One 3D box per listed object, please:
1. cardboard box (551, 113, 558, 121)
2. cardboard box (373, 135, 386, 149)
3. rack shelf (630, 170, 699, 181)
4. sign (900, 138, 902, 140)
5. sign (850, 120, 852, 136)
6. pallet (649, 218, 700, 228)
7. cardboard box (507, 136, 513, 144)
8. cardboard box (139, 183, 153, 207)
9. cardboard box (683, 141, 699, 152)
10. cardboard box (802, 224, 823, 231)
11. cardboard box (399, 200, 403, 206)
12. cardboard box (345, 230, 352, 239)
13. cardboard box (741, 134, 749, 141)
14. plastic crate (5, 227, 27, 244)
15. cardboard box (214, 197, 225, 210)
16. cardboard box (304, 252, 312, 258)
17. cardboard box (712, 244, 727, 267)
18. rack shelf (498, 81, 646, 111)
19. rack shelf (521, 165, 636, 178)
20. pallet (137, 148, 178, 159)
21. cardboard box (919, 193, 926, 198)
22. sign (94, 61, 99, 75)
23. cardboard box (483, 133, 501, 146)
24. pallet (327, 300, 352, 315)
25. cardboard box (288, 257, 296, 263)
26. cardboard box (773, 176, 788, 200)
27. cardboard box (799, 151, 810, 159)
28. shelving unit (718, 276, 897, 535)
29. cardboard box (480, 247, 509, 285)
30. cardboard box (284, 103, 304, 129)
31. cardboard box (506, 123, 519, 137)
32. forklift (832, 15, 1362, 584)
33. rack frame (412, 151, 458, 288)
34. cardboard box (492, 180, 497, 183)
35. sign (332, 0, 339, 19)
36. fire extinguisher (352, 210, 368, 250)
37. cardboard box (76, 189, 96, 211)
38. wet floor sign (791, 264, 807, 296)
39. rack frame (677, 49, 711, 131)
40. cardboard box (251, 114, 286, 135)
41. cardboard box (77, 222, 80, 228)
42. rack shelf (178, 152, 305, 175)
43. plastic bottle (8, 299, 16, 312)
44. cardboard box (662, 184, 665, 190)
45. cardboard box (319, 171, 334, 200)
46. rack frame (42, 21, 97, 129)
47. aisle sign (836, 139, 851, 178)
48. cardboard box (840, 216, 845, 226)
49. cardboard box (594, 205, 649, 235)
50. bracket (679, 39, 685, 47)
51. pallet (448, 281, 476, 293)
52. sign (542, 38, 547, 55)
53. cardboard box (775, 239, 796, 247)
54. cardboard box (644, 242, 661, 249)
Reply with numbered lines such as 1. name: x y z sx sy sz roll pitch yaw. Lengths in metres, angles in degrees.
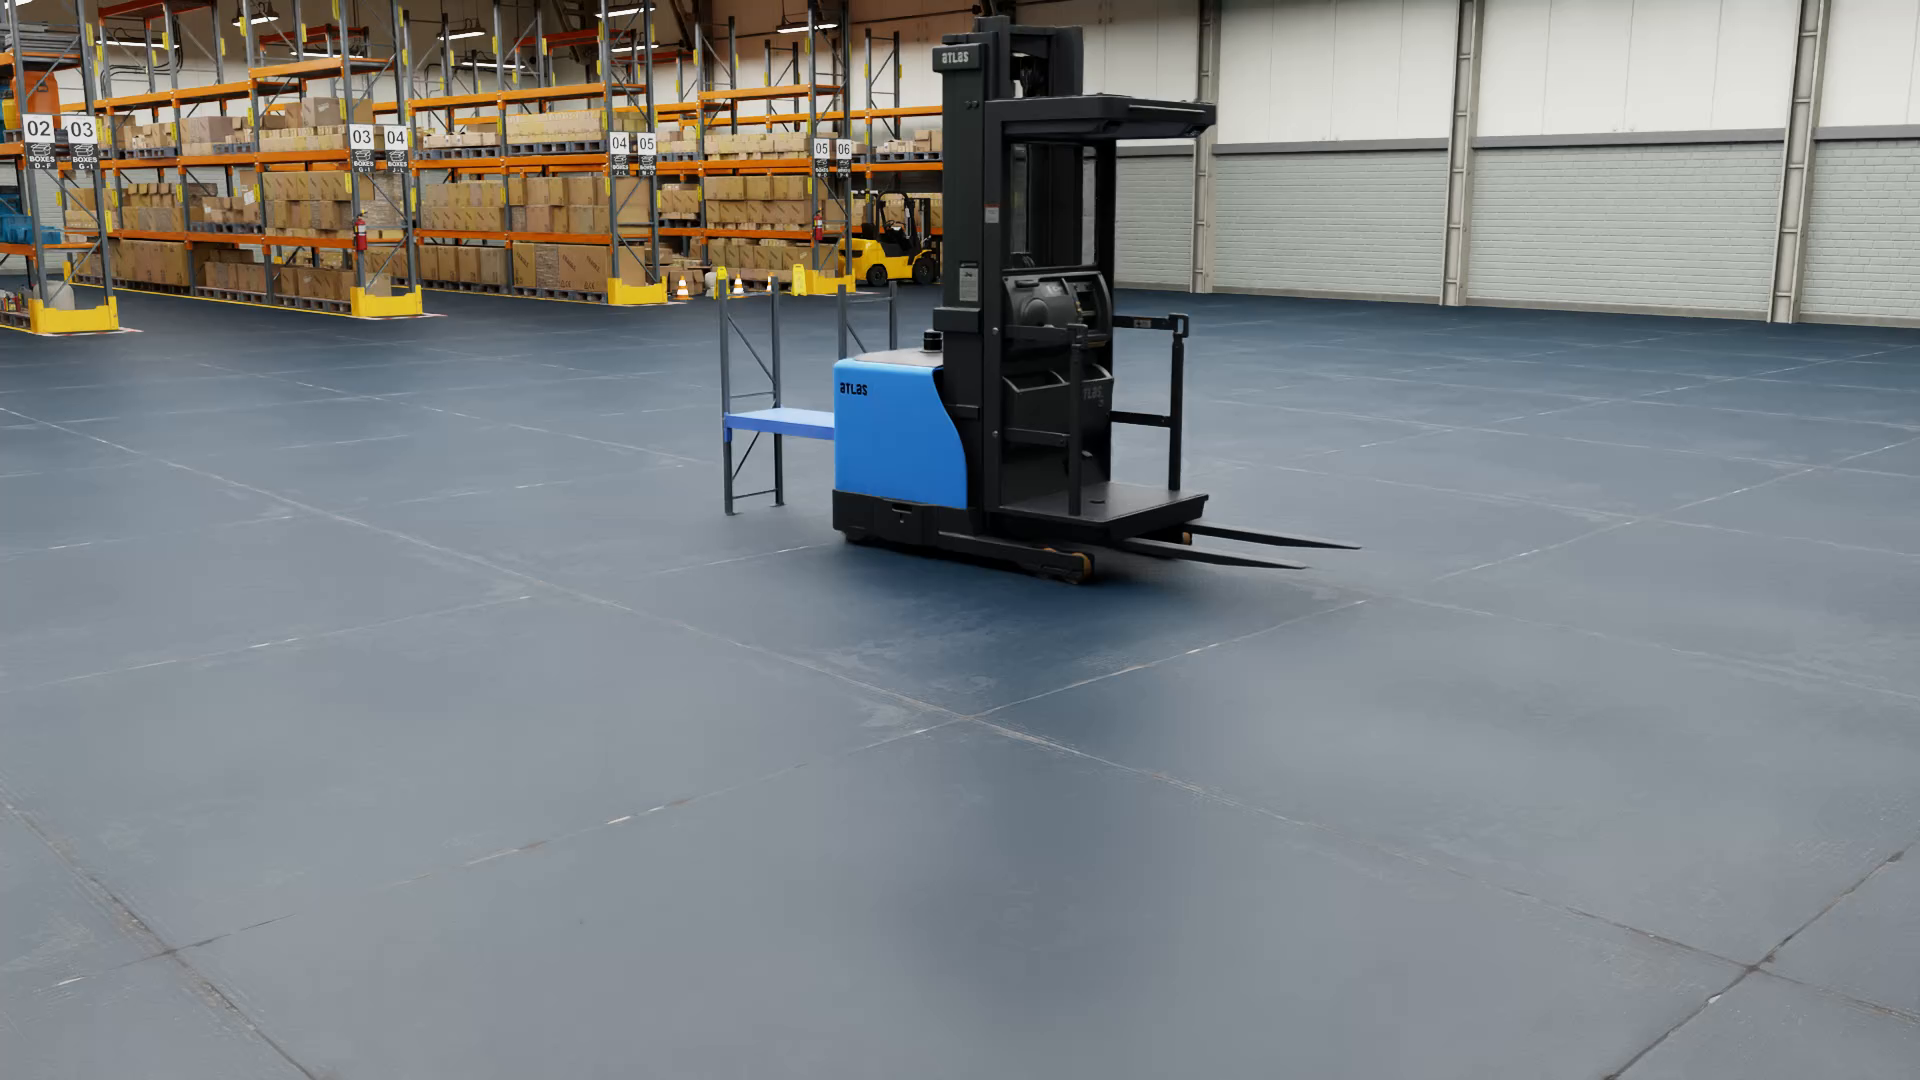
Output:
1. cardboard box: -7.758 -8.255 32.472 0.380 0.149 0.250 -11 16 -42
2. cardboard box: -10.029 -6.865 28.738 0.500 0.250 0.500 -10 15 -41
3. rack shelf: -8.797 -10.596 48.260 1.077 0.370 4.000 -11 16 -43
4. sign: -1.491 -9.859 41.420 0.100 0.325 0.005 -11 16 -43
5. sign: -2.324 -8.717 35.189 0.100 0.325 0.005 -11 16 -43
6. pallet: -6.844 -7.535 39.524 1.003 0.211 1.213 -11 16 -43
7. cardboard box: -8.983 -8.124 33.809 0.380 0.149 0.250 -11 16 -43
8. cardboard box: -17.258 -7.461 35.958 0.797 0.503 0.637 -11 16 -42
9. cardboard box: -5.987 -8.994 38.032 0.500 0.250 0.500 -11 16 -44
10. cardboard box: -3.129 -6.646 35.358 0.380 0.149 0.250 -10 15 -41
11. cardboard box: -12.421 -7.589 37.420 0.250 0.149 0.380 11 16 43
12. cardboard box: -10.402 -5.290 28.775 0.380 0.149 0.250 -11 16 -43
13. cardboard box: -4.558 -8.791 36.359 0.380 0.149 0.250 -11 16 -43
14. plastic crate: -14.472 -4.727 25.791 0.499 0.251 0.408 -11 16 -43
15. cardboard box: -14.549 -6.645 33.441 0.700 0.500 0.500 -8 14 -34
16. cardboard box: -16.237 -7.162 41.792 0.380 0.149 0.250 -11 16 -42
17. cardboard box: -5.266 -6.430 37.605 0.500 0.500 0.500 -10 15 -40
18. rack shelf: -7.608 -8.722 32.717 1.077 0.370 4.000 -11 16 -43
19. rack shelf: -9.622 -9.320 42.066 1.077 0.370 4.000 -11 16 -43
20. pallet: -16.666 -8.157 35.104 1.003 0.211 1.213 -10 15 -40
21. cardboard box: -0.754 -8.234 39.851 0.380 0.149 0.250 -11 16 -42
22. sign: -20.531 -11.206 39.493 0.100 0.325 0.005 -11 16 -43
23. cardboard box: -9.592 -8.355 34.679 0.500 0.250 0.500 -11 16 -42
24. pallet: -10.472 -4.132 29.444 1.003 0.211 1.213 -11 16 -43
25. cardboard box: -16.951 -7.170 42.565 0.380 0.149 0.250 -11 16 -43
26. cardboard box: -3.571 -7.548 35.649 0.700 0.500 0.500 -11 16 -42
27. cardboard box: -3.165 -8.103 34.999 0.380 0.149 0.250 -11 16 -42
28. shelving unit: -0.948 -0.869 10.414 1.048 1.500 0.538 9 15 38
29. cardboard box: -9.483 -5.805 35.190 1.050 0.750 0.750 -11 16 -43
30. cardboard box: -12.151 -7.826 30.804 0.500 0.500 0.500 11 16 43
31. cardboard box: -8.854 -8.309 33.721 0.500 0.250 0.500 -11 16 -42
32. forklift: 0.708 -1.324 9.075 3.031 2.935 1.130 9 15 38
33. rack frame: -11.751 -7.207 37.460 1.000 3.000 0.127 -11 16 -43
34. cardboard box: -12.283 -9.548 44.488 0.380 0.149 0.250 -11 16 -44
35. sign: -10.299 -8.762 27.433 0.100 0.325 0.005 -11 16 -43
36. fire extinguisher: -10.138 -5.244 28.125 0.296 0.674 0.183 -11 16 -43
37. cardboard box: -20.089 -7.882 38.513 0.500 0.500 0.500 11 16 44
38. wet floor sign: -3.359 -5.414 34.592 0.267 0.644 0.232 -5 13 -23
39. rack frame: -7.416 -12.126 46.468 1.000 3.000 0.127 -11 16 -43
40. cardboard box: -12.899 -7.755 31.388 0.637 0.503 0.797 11 16 42
41. cardboard box: -20.390 -7.365 38.849 0.380 0.149 0.250 -11 16 -43
42. rack shelf: -14.027 -7.356 32.530 1.077 0.370 4.000 -11 16 -43
43. plastic bottle: -15.051 -3.725 26.402 0.097 0.201 0.097 0 12 0
44. cardboard box: -6.907 -8.430 39.764 0.250 0.149 0.380 11 16 42
45. cardboard box: -10.792 -6.166 28.942 0.500 0.500 0.500 -11 16 -43
46. rack frame: -20.933 -10.637 39.238 1.000 3.000 0.127 -11 16 -43
47. aisle sign: -2.449 -8.052 35.116 0.394 0.787 0.004 -11 16 -43
48. cardboard box: -2.780 -8.056 41.954 0.500 0.250 0.500 -11 16 -43
49. cardboard box: -6.516 -6.161 32.010 0.875 0.550 0.550 -11 16 -43
50. bracket: -7.788 -14.127 47.261 0.235 0.232 0.430 -11 16 -43
51. pallet: -10.423 -5.538 36.268 1.003 0.211 1.213 -11 16 -43
52. sign: -8.571 -10.171 34.269 0.100 0.325 0.005 -11 16 -43
53. cardboard box: -3.760 -6.413 35.912 0.380 0.149 0.250 -10 15 -41
54. cardboard box: -8.969 -8.429 48.545 0.500 0.500 0.500 -11 16 -42
